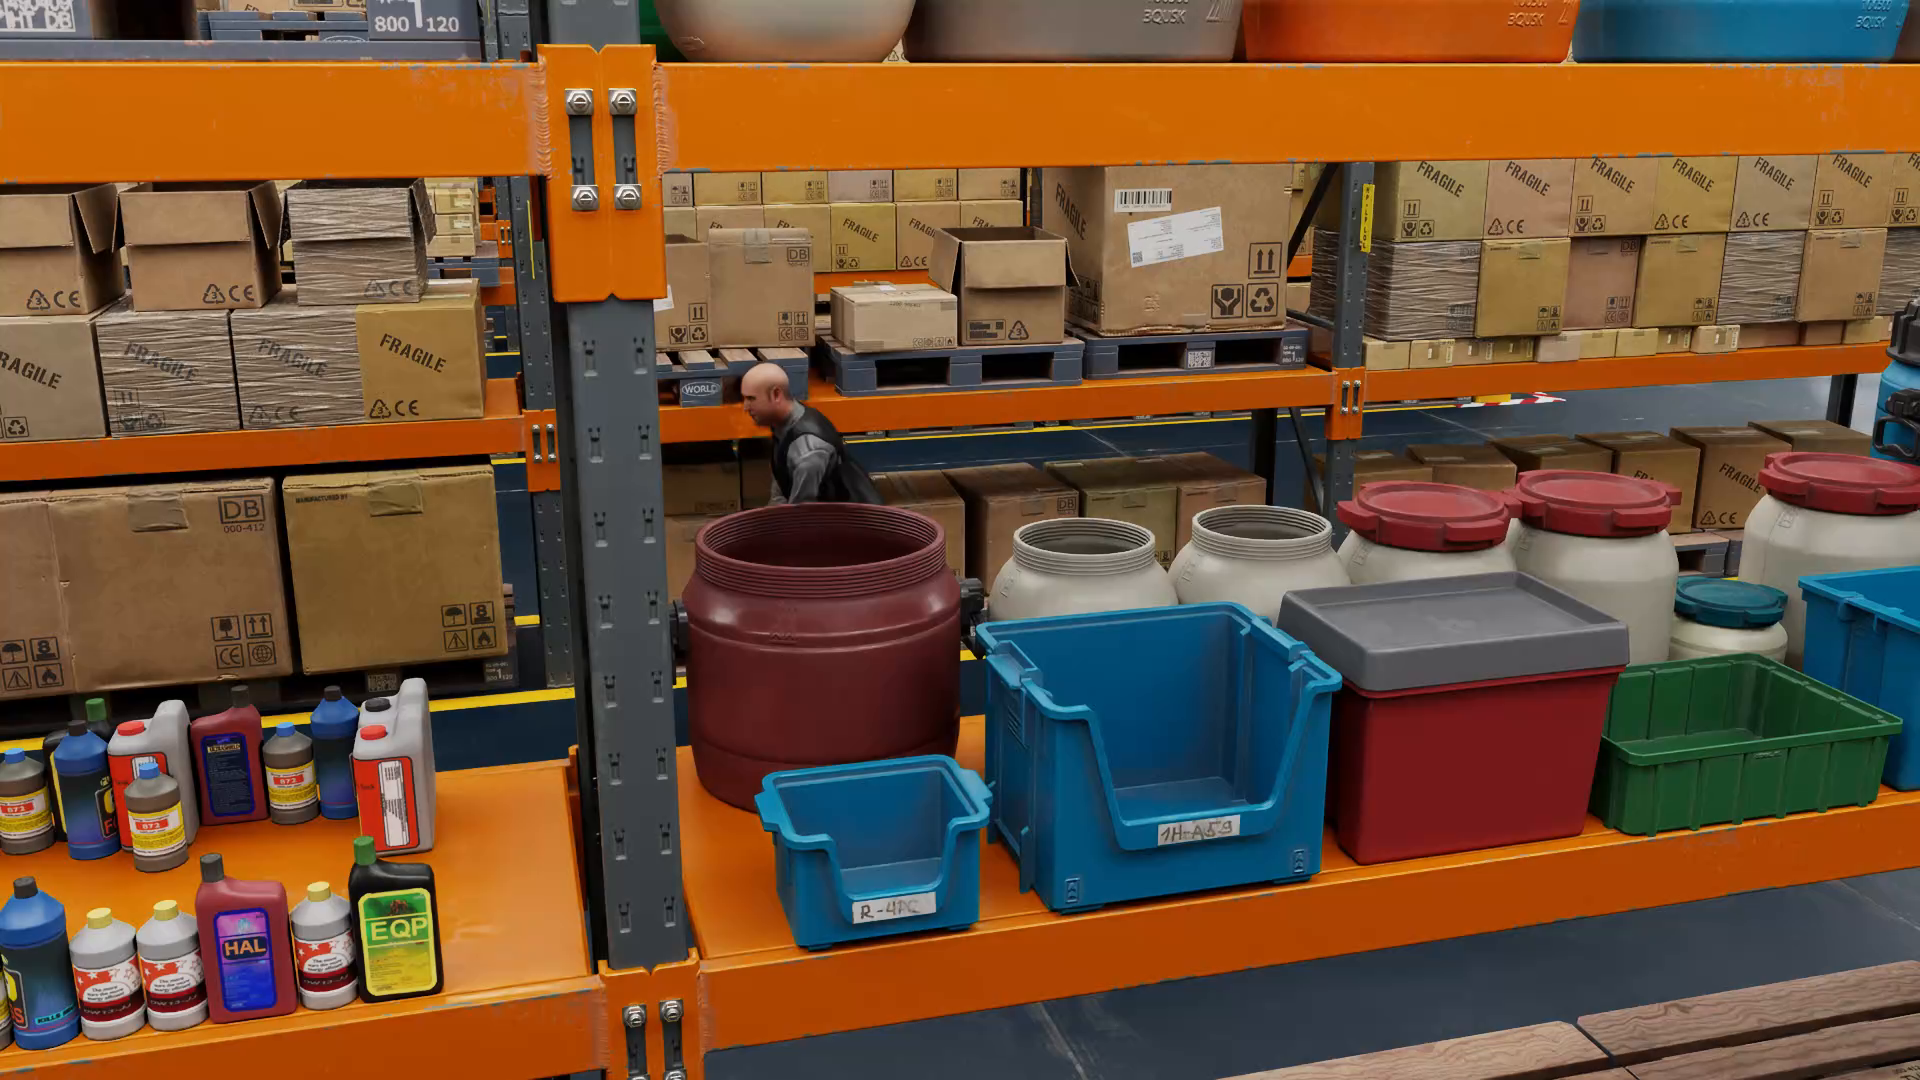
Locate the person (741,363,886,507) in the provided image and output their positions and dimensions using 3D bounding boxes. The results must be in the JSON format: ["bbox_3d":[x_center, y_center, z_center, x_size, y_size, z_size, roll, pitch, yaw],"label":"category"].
[{"bbox_3d":[-0.599,0.054,7.045,0.612,1.640,0.471,-5,17,-16],"label":"person"}]
